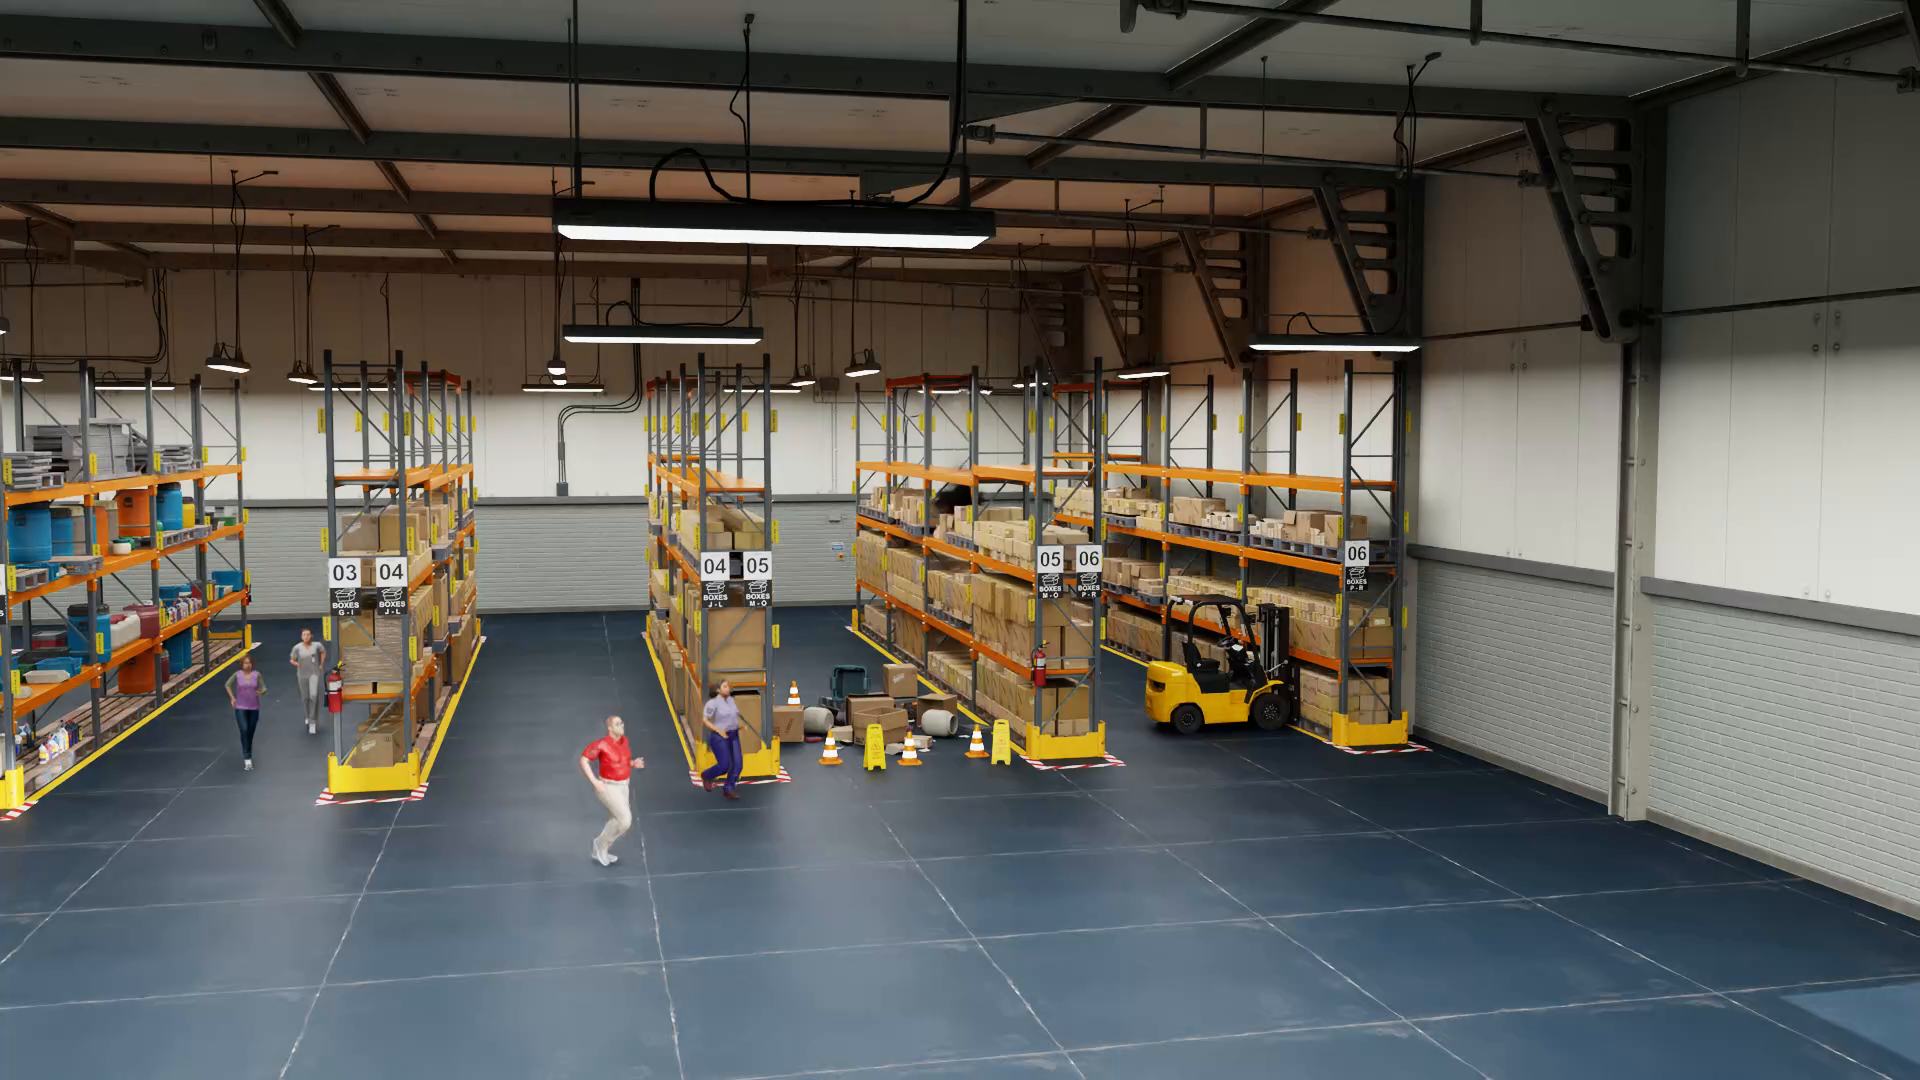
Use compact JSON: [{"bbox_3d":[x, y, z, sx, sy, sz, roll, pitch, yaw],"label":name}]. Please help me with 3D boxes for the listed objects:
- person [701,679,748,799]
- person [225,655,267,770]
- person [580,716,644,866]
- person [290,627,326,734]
[{"bbox_3d":[-3.170,2.660,22.273,0.578,1.583,0.605,3,5,37],"label":"person"},{"bbox_3d":[-10.456,2.505,24.399,0.534,1.610,0.830,-3,5,-34],"label":"person"},{"bbox_3d":[-3.908,2.839,18.893,0.656,1.688,0.658,2,4,22],"label":"person"},{"bbox_3d":[-10.681,2.264,27.254,0.518,1.696,0.887,-1,4,-12],"label":"person"}]
